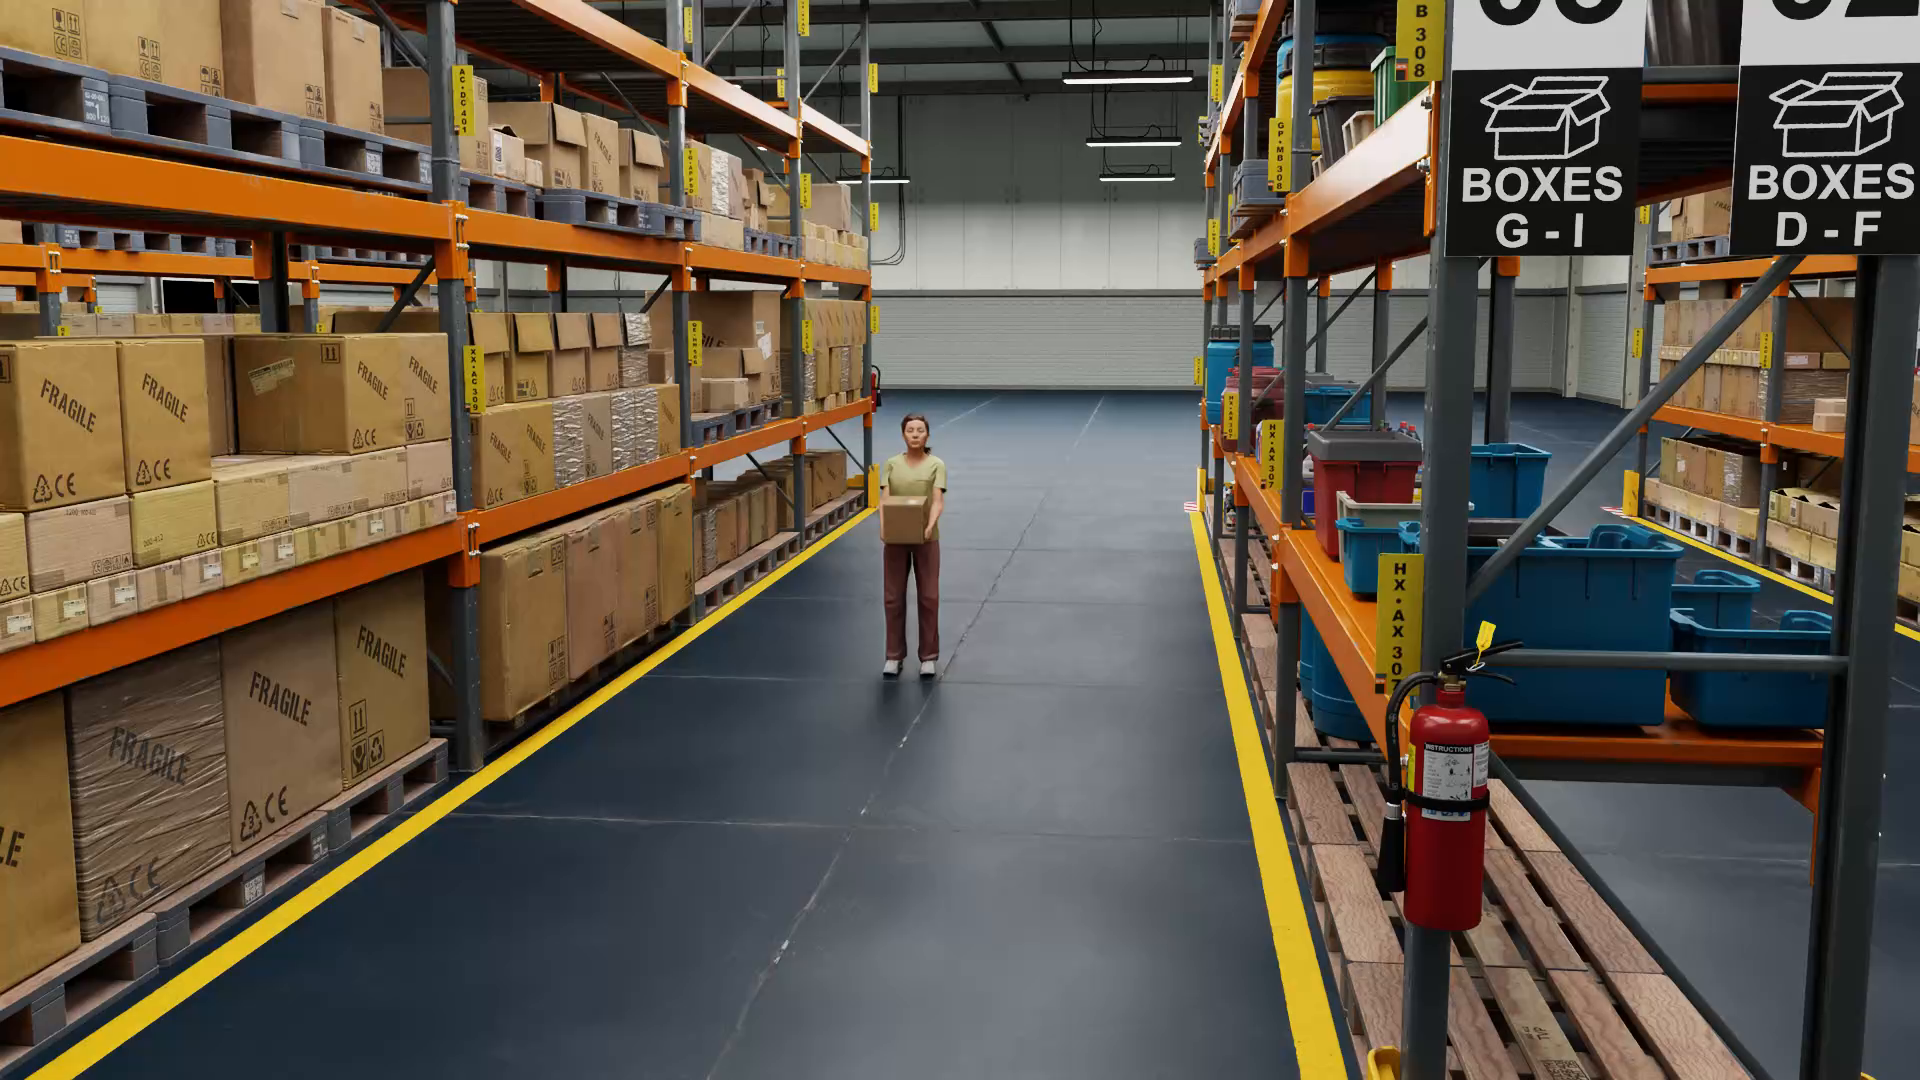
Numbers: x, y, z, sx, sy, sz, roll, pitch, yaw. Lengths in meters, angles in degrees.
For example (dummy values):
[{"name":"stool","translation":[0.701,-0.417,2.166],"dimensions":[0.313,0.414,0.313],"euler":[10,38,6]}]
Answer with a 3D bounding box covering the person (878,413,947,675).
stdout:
[{"name":"person","translation":[-0.306,0.031,10.604],"dimensions":[0.431,1.664,0.550],"euler":[1,8,6]}]
